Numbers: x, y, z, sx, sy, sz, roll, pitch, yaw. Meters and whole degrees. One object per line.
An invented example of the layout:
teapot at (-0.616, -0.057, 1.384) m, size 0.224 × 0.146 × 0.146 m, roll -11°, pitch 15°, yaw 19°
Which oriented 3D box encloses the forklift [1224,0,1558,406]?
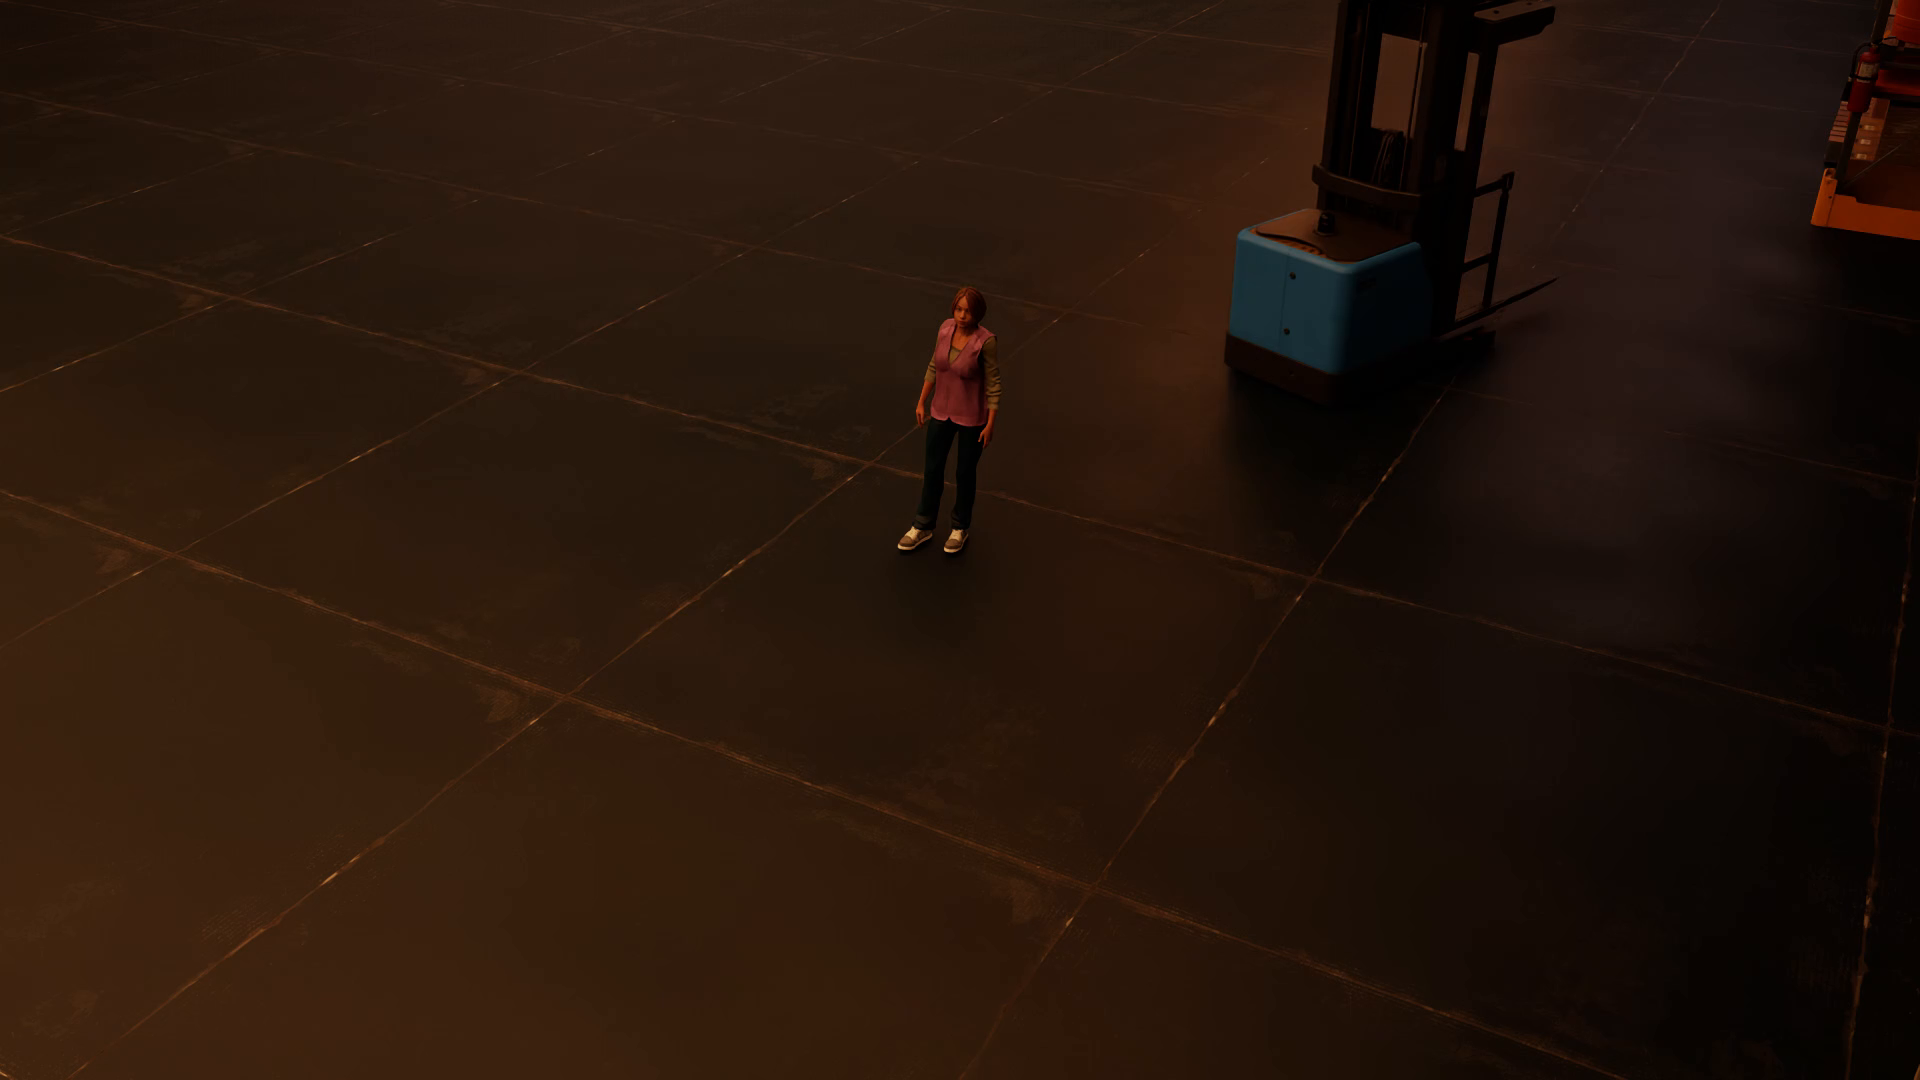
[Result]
forklift at (3.368, -2.796, 11.915) m, size 3.031 × 2.935 × 1.130 m, roll -23°, pitch 37°, yaw -34°

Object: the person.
person at (-0.048, -0.669, 9.550) m, size 0.520 × 1.597 × 0.476 m, roll 15°, pitch 33°, yaw 25°
